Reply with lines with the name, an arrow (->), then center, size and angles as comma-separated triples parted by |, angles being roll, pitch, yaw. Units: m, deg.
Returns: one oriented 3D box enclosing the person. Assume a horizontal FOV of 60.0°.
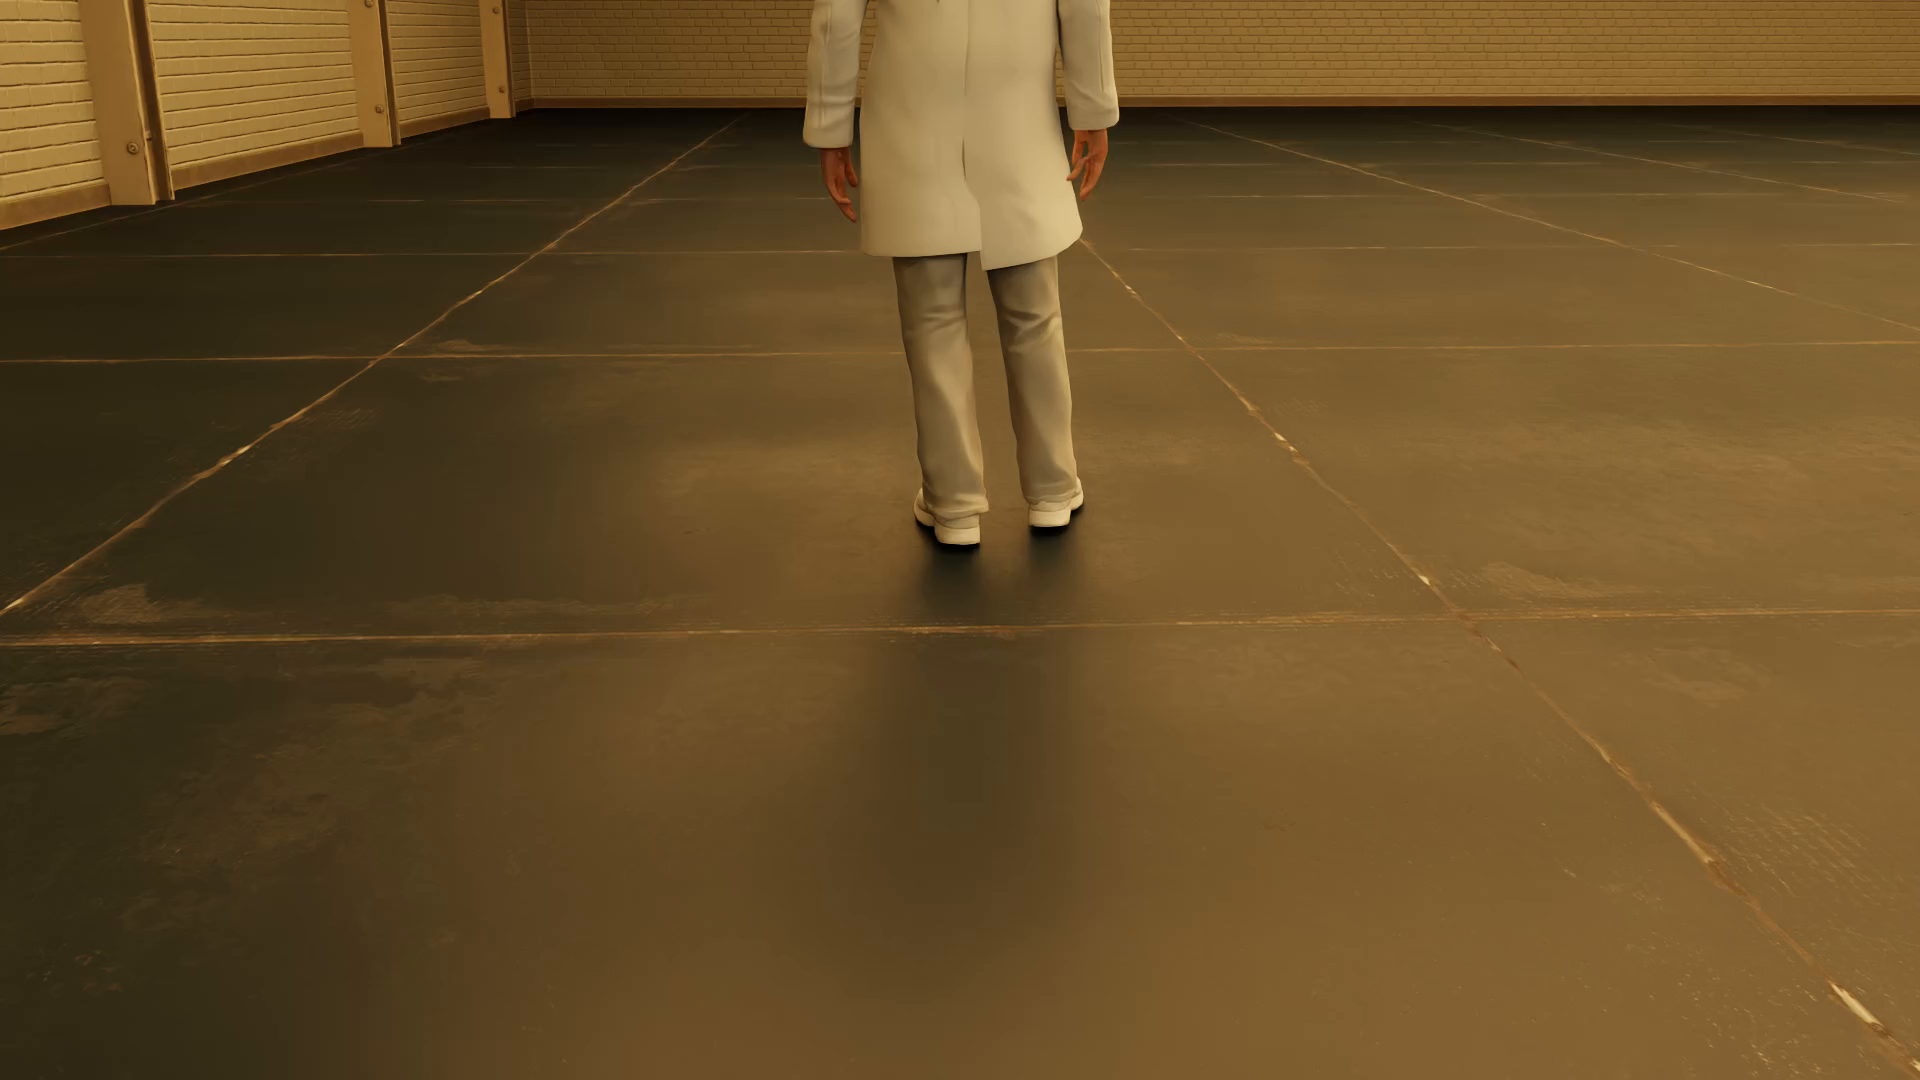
person -> -0.001, -0.884, 3.743 | 0.698, 1.777, 0.578 | -1, 17, -3
